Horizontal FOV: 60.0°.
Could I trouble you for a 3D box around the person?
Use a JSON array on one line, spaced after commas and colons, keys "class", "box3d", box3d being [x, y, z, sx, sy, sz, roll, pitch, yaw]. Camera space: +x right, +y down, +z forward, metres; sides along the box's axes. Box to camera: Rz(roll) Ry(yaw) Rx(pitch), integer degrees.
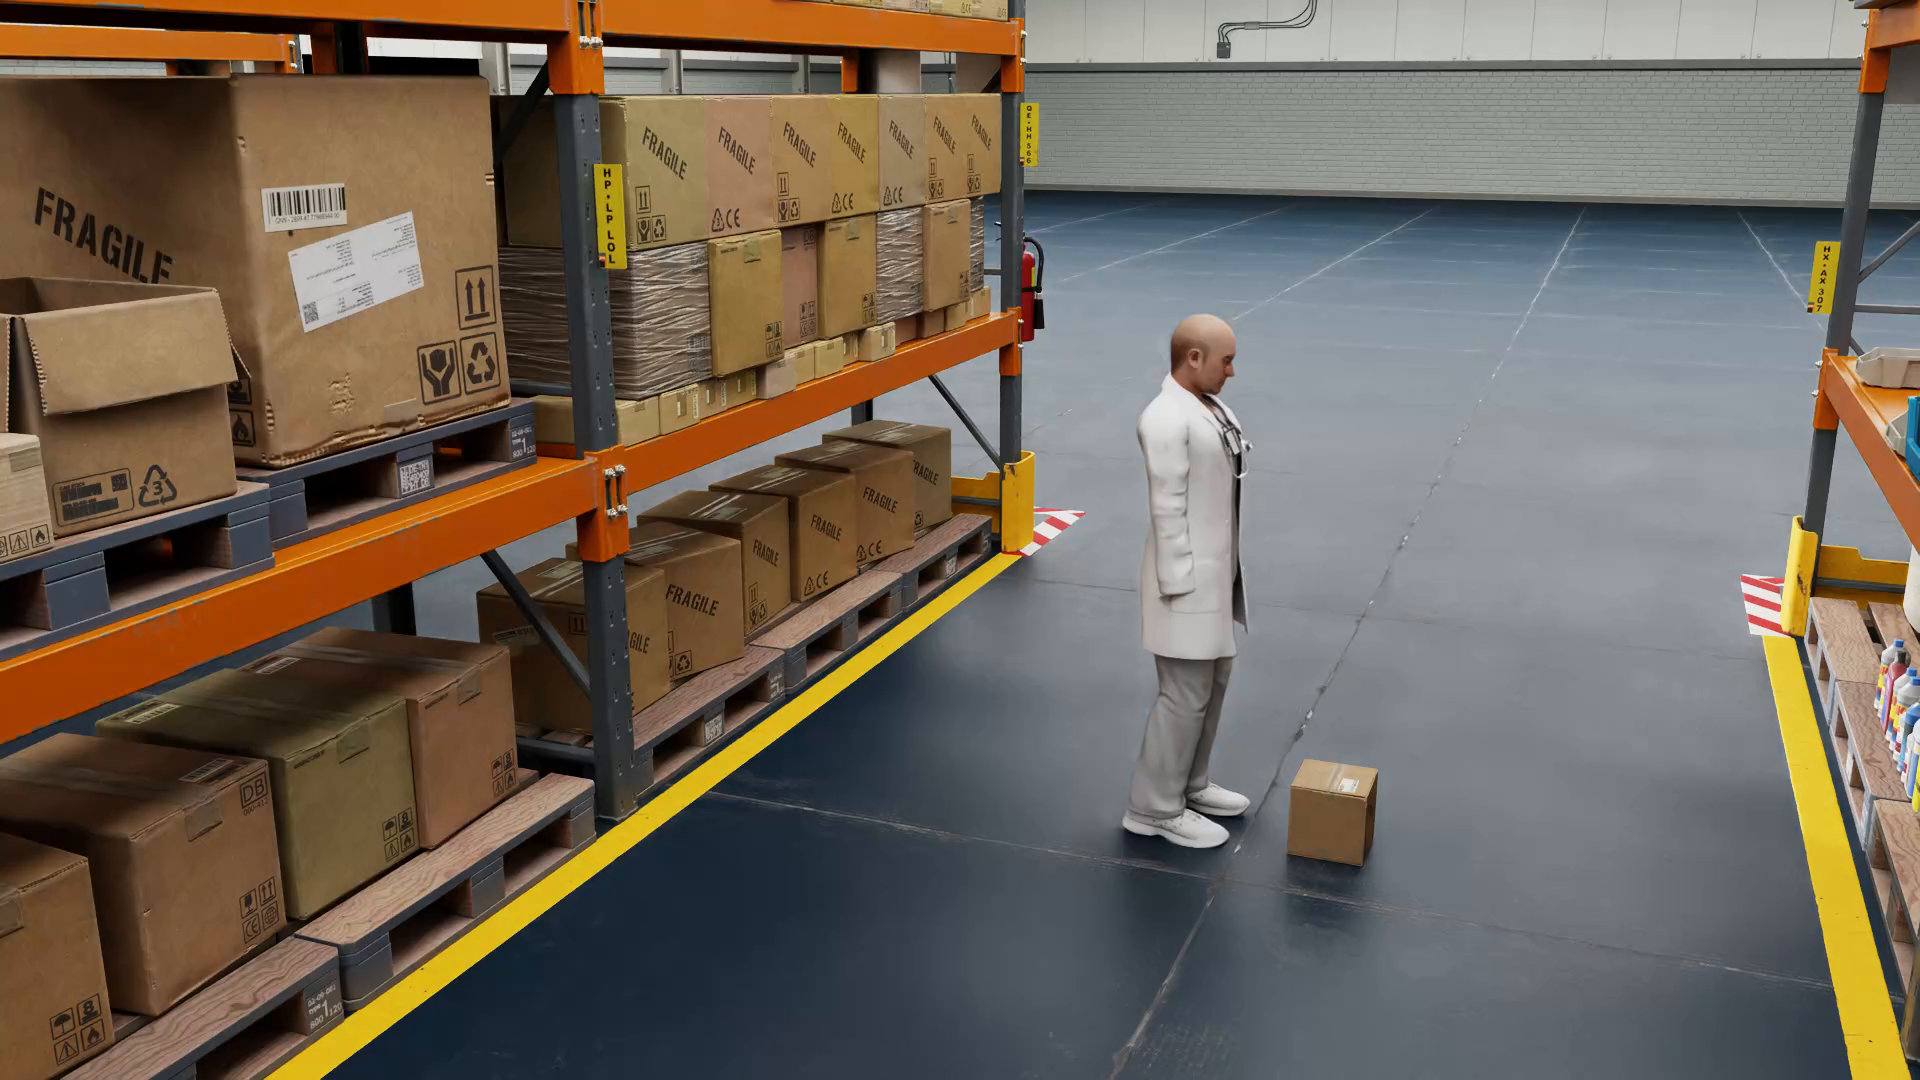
[{"class": "person", "box3d": [0.800, 0.128, 5.604, 0.381, 1.774, 0.563, 6, 16, 22]}]
